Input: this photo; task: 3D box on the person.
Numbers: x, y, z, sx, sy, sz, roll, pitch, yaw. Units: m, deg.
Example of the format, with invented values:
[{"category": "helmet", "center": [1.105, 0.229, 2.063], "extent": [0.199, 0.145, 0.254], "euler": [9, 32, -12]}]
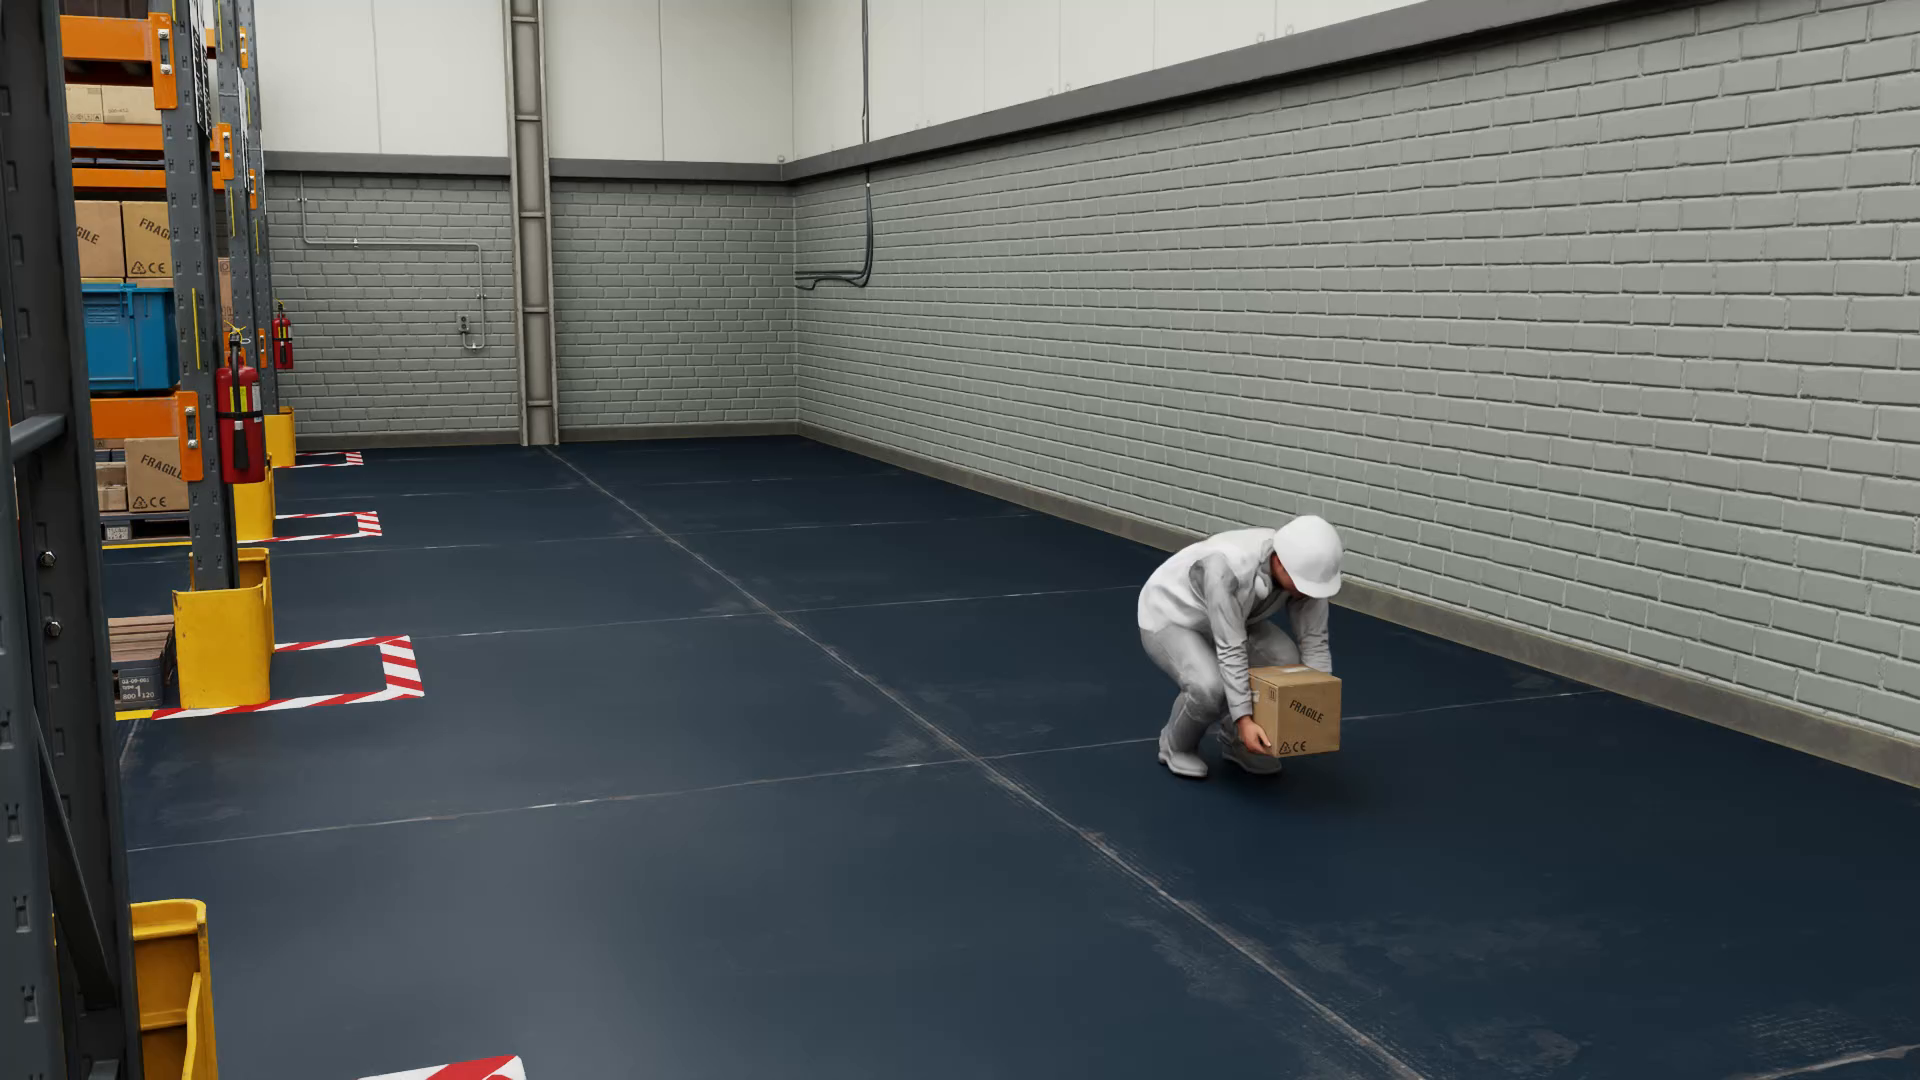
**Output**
[{"category": "person", "center": [1.004, 0.367, 5.948], "extent": [0.503, 1.004, 0.920], "euler": [-4, 10, -22]}]
